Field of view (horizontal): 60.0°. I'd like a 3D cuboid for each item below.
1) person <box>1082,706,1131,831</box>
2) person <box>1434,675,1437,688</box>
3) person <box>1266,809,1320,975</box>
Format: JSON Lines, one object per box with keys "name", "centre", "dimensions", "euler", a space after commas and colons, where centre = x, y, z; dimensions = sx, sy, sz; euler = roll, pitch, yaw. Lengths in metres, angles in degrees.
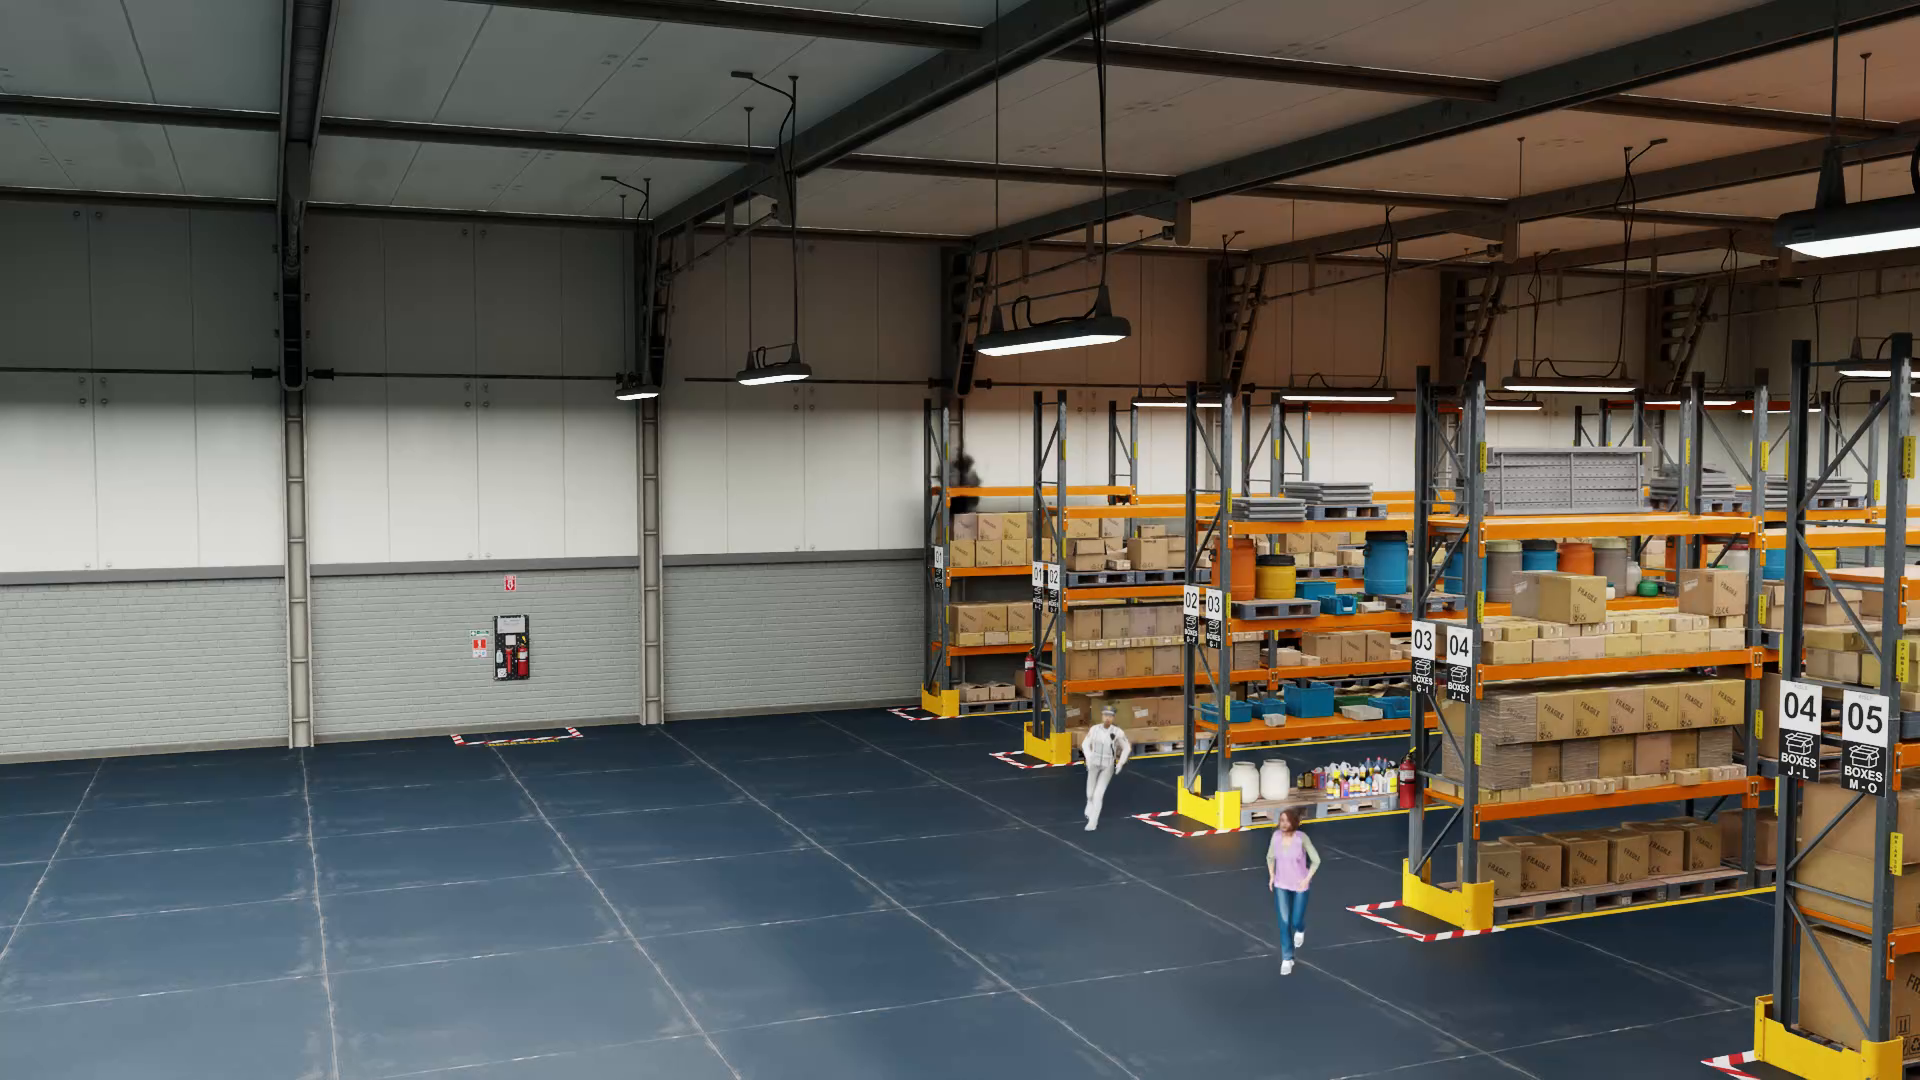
{"name": "person", "centre": [1.969, 3.033, 22.366], "dimensions": [0.669, 1.665, 0.659], "euler": [1, 3, 15]}
{"name": "person", "centre": [9.410, 2.346, 33.275], "dimensions": [0.955, 1.659, 0.567], "euler": [-2, 4, -36]}
{"name": "person", "centre": [3.289, 3.419, 16.397], "dimensions": [0.540, 1.599, 0.663], "euler": [2, 4, 25]}
